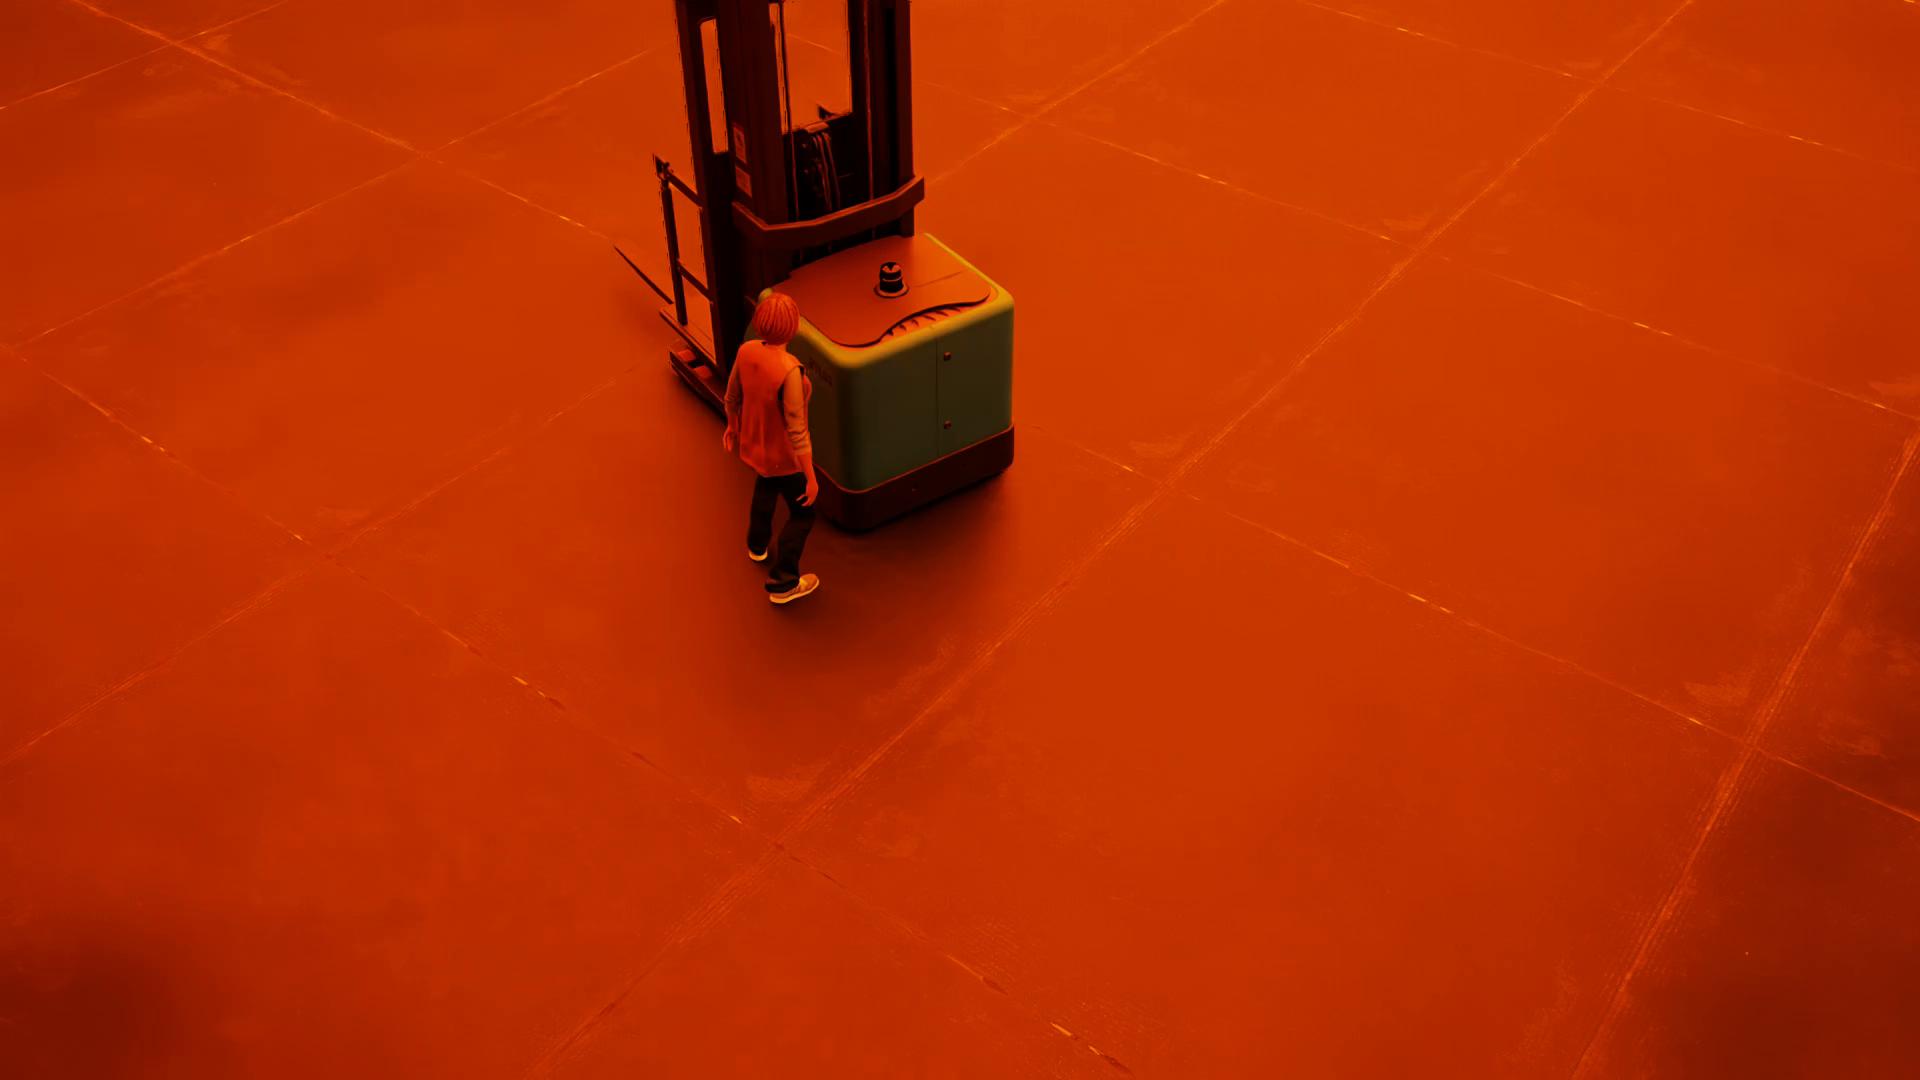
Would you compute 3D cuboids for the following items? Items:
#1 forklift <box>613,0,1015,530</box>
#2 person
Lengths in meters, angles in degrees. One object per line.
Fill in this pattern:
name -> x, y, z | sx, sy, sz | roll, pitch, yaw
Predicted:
forklift -> -0.973, -2.082, 8.517 | 1.130, 2.935, 3.031 | -24, 46, -26
person -> -0.854, -0.414, 7.623 | 0.381, 1.570, 0.728 | -33, 50, -32
